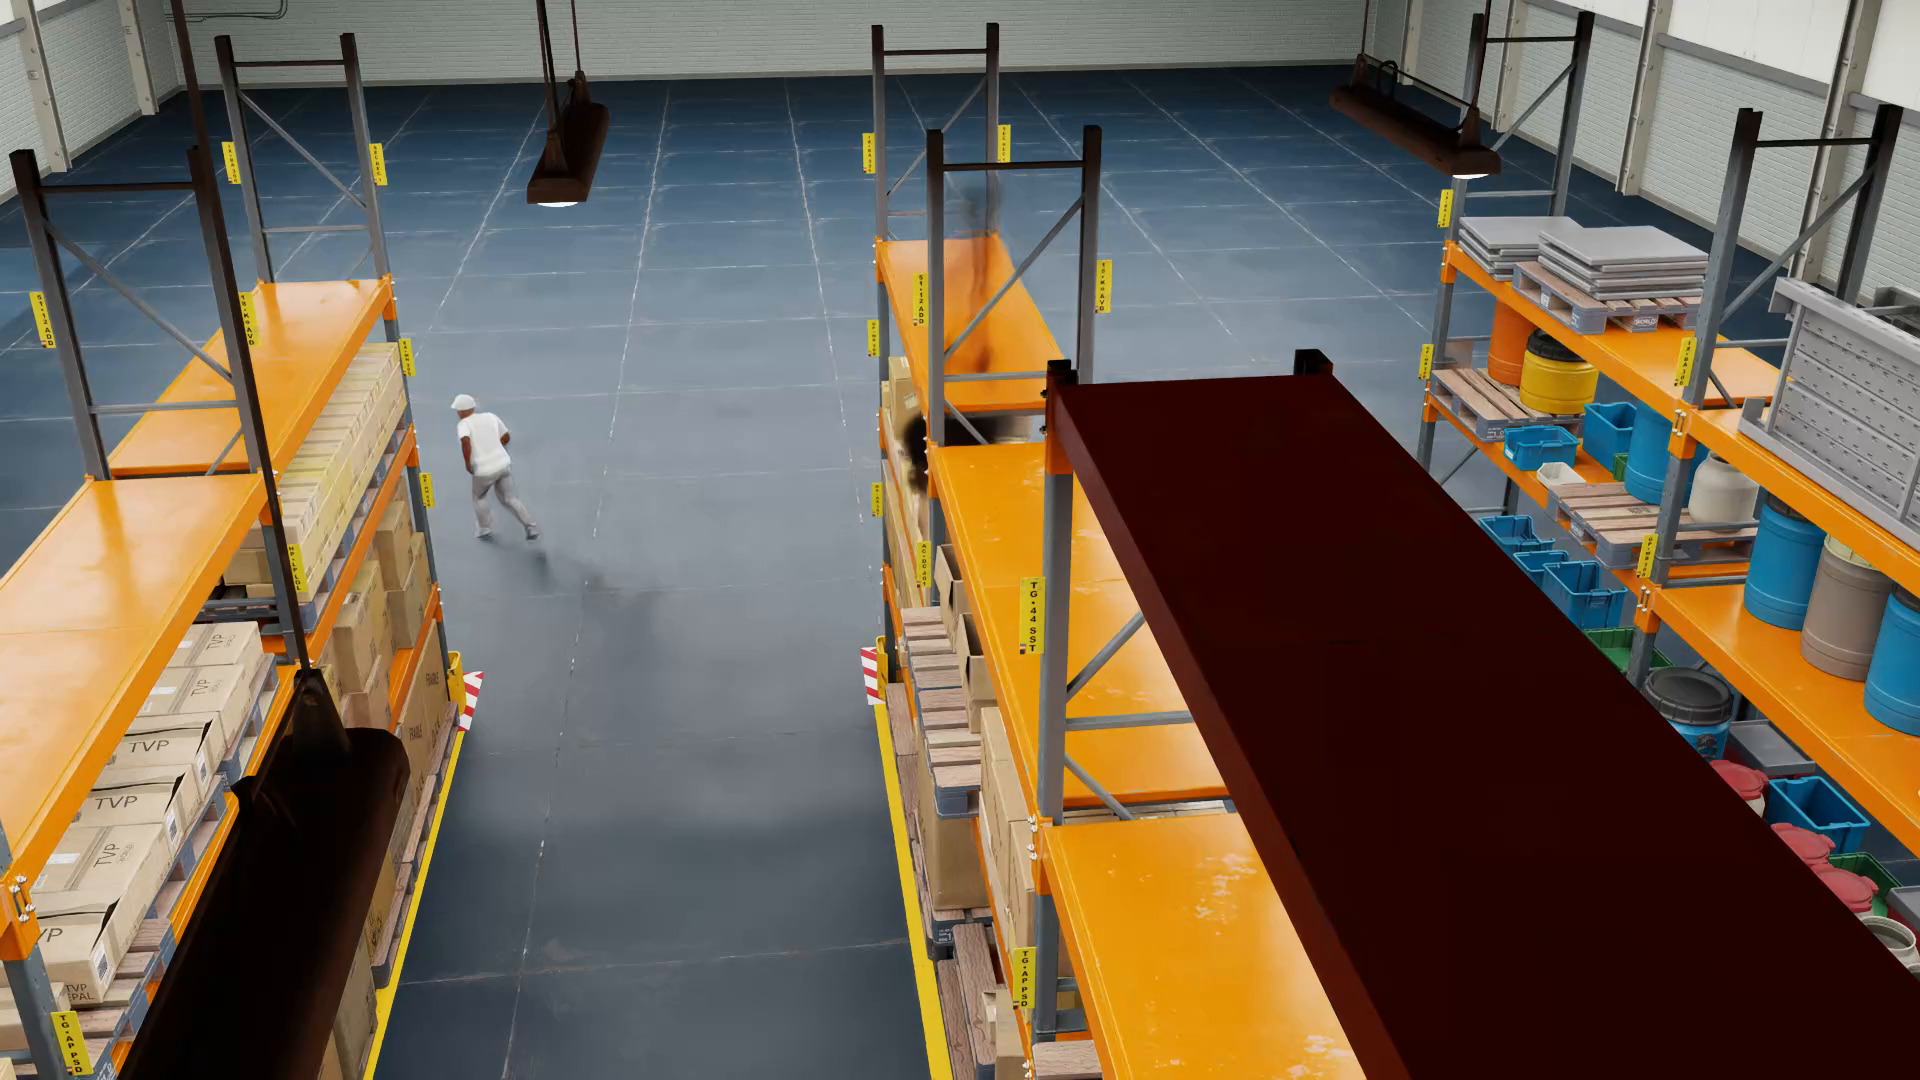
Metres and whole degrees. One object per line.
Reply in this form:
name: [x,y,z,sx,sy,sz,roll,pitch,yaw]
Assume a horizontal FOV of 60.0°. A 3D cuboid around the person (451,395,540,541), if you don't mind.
person: [-5.051,-0.702,18.073,1.043,1.717,0.743,14,29,27]
